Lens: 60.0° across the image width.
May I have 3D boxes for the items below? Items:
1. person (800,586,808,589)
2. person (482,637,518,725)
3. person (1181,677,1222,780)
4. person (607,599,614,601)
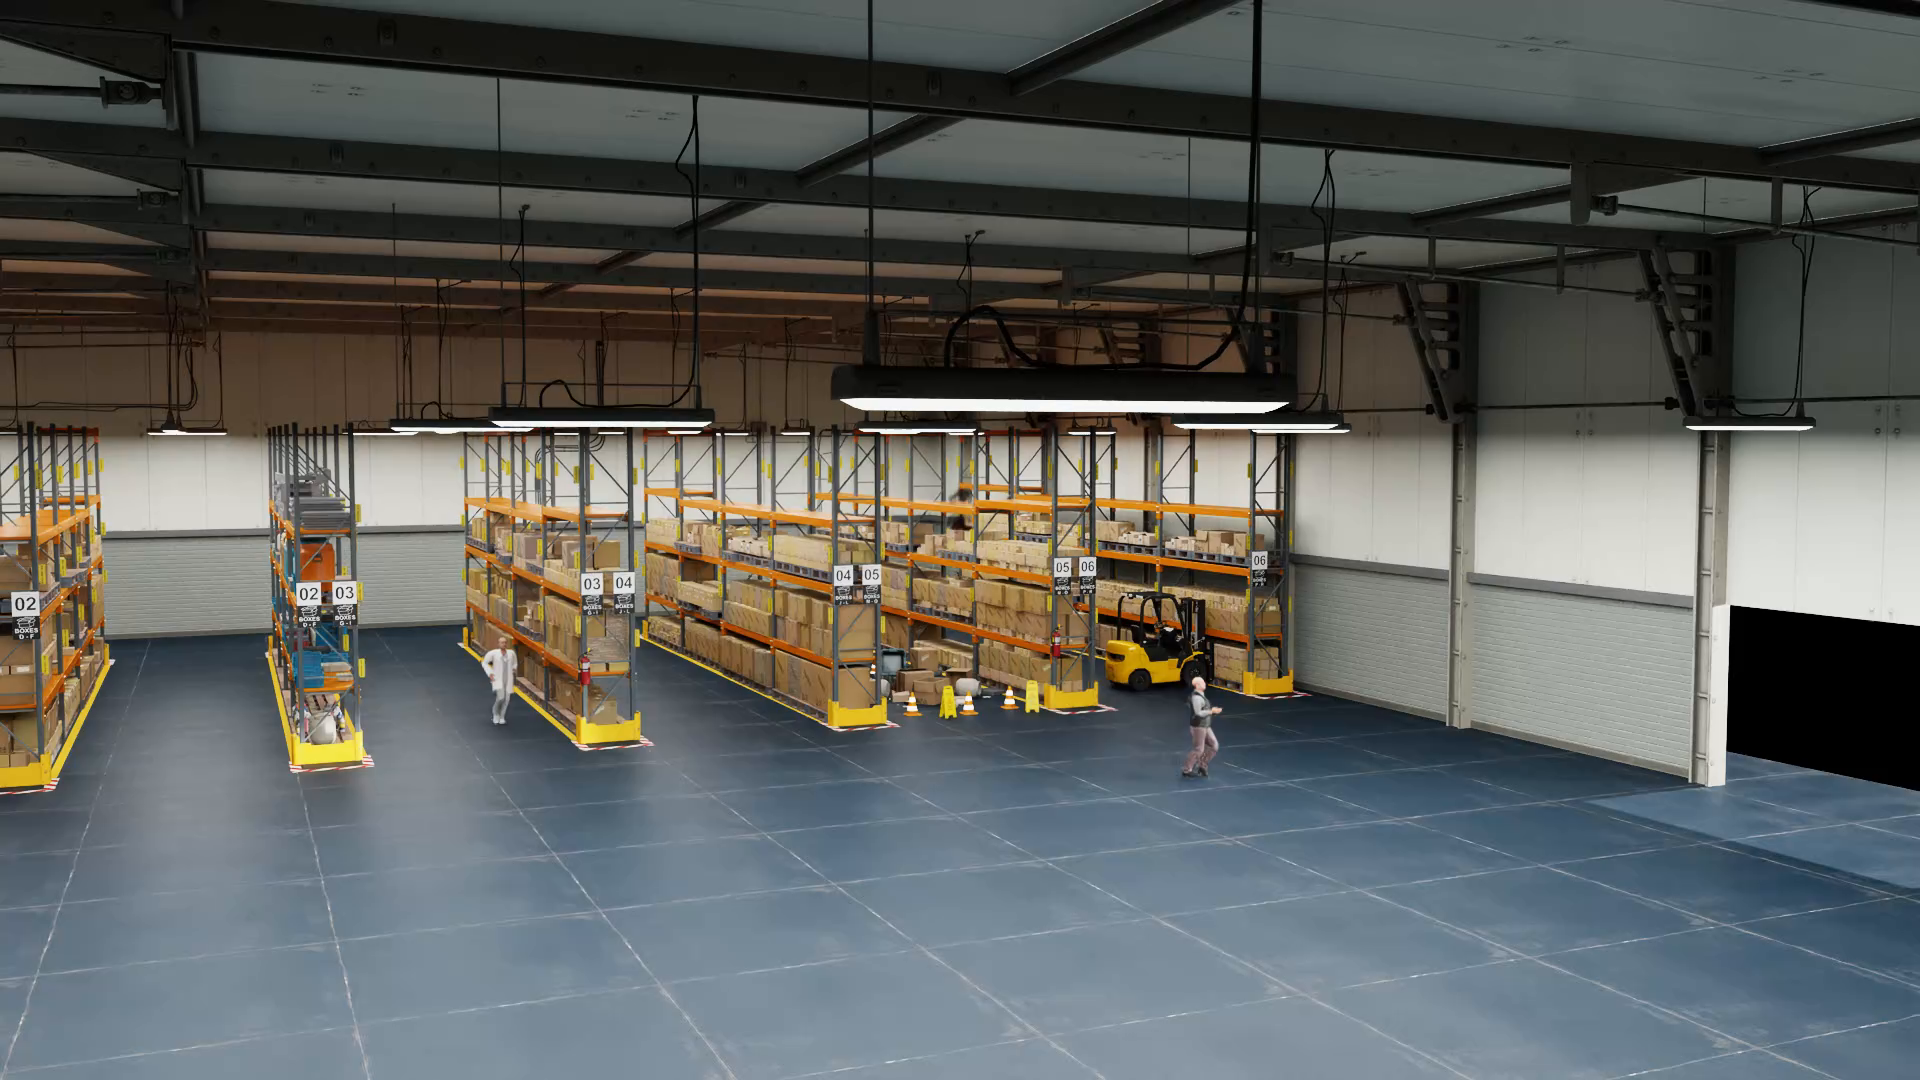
[{"bbox_3d":[-4.657,1.821,51.155,0.665,1.580,0.531,-1,4,-18],"label":"person"},{"bbox_3d":[-9.108,2.818,33.139,0.680,1.750,0.696,-3,4,-36],"label":"person"},{"bbox_3d":[4.054,3.171,27.851,0.687,1.755,0.638,1,4,18],"label":"person"},{"bbox_3d":[-10.192,2.029,47.653,0.666,1.599,0.503,1,4,18],"label":"person"}]
